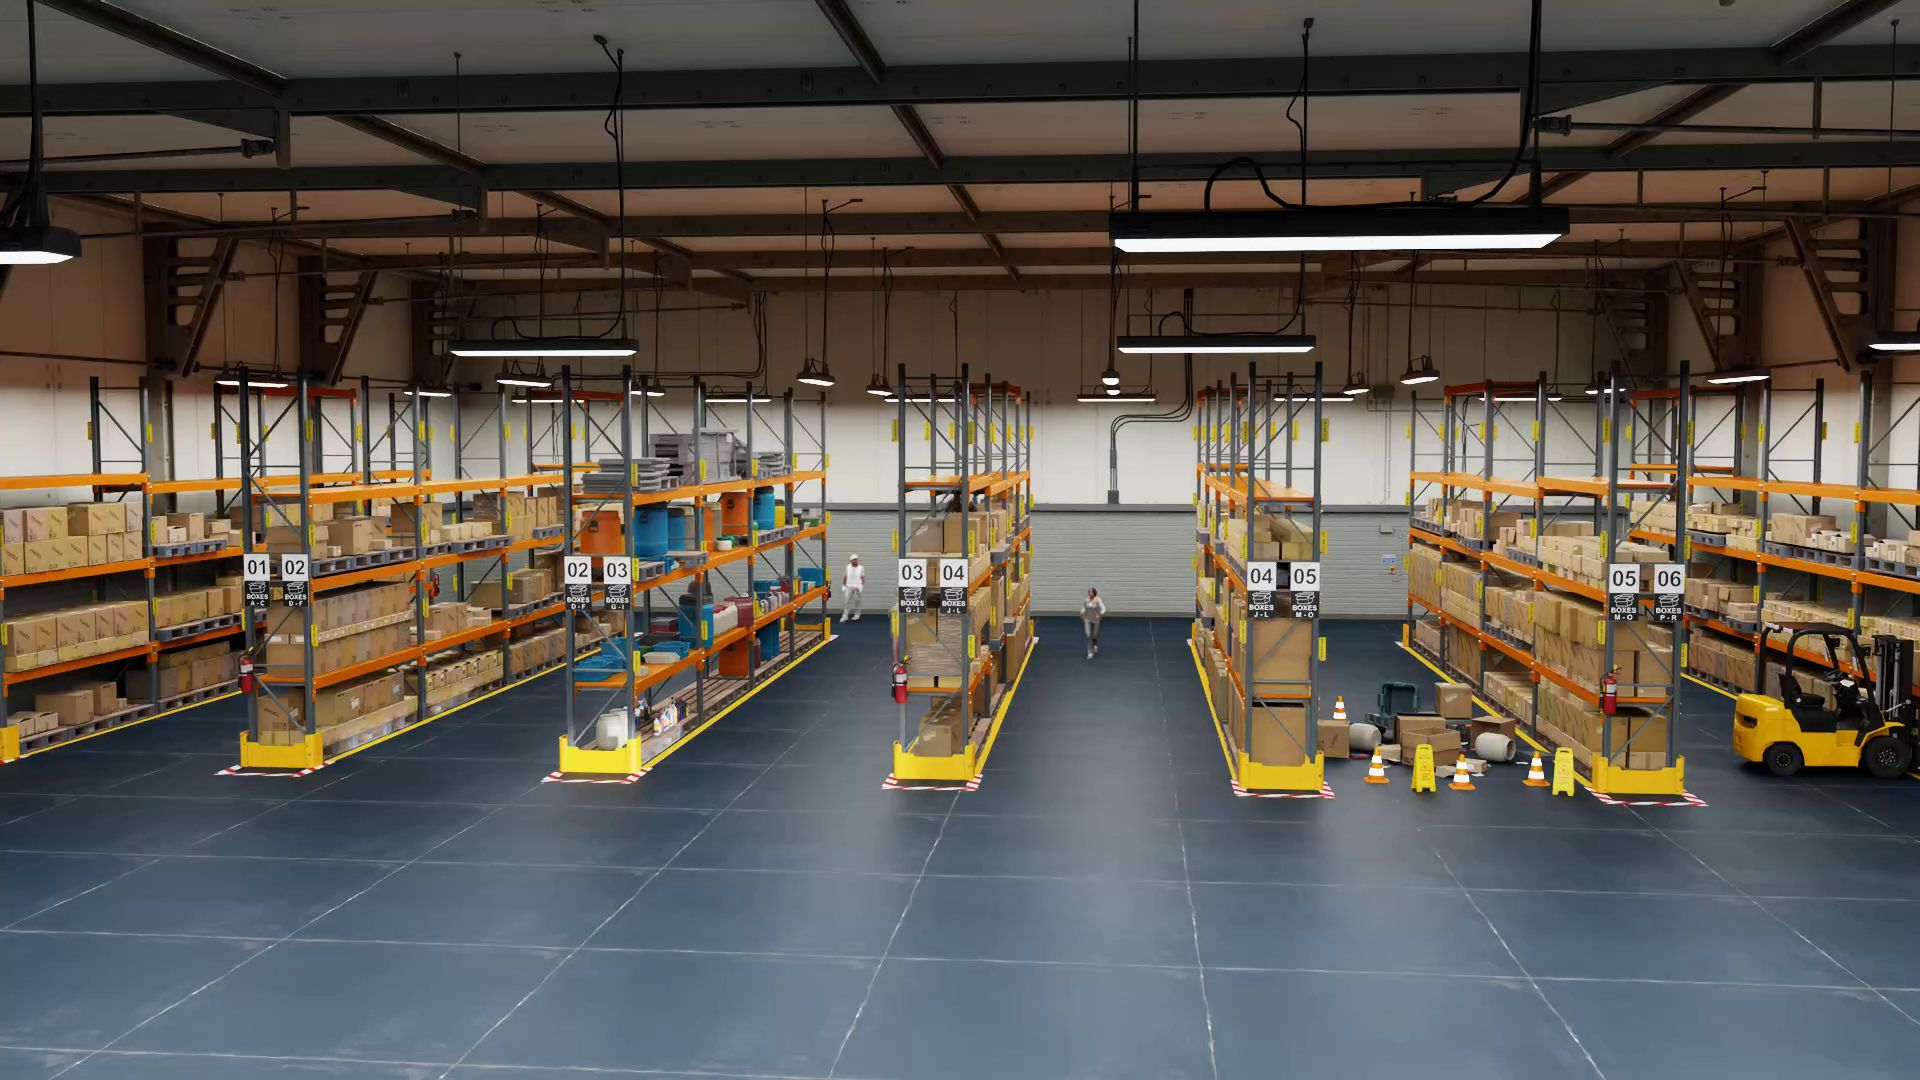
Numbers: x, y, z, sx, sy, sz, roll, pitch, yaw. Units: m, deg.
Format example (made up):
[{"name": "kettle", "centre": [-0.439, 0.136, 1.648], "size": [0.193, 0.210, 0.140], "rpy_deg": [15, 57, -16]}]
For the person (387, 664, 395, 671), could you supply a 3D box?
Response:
[{"name": "person", "centre": [-11.265, 2.097, 32.599], "size": [0.594, 1.700, 0.475], "rpy_deg": [-3, 5, -43]}]

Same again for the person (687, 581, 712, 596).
[{"name": "person", "centre": [-6.233, 1.581, 39.541], "size": [0.549, 1.735, 1.037], "rpy_deg": [1, 4, 10]}]

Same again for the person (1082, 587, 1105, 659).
[{"name": "person", "centre": [2.988, 1.846, 37.225], "size": [0.544, 1.589, 0.648], "rpy_deg": [1, 4, 9]}]

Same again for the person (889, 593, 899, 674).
[{"name": "person", "centre": [-1.151, 1.851, 33.288], "size": [0.545, 1.607, 1.035], "rpy_deg": [0, 4, 3]}]

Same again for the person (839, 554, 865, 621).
[{"name": "person", "centre": [-2.883, 1.263, 44.256], "size": [0.621, 1.757, 0.757], "rpy_deg": [1, 4, 22]}]
